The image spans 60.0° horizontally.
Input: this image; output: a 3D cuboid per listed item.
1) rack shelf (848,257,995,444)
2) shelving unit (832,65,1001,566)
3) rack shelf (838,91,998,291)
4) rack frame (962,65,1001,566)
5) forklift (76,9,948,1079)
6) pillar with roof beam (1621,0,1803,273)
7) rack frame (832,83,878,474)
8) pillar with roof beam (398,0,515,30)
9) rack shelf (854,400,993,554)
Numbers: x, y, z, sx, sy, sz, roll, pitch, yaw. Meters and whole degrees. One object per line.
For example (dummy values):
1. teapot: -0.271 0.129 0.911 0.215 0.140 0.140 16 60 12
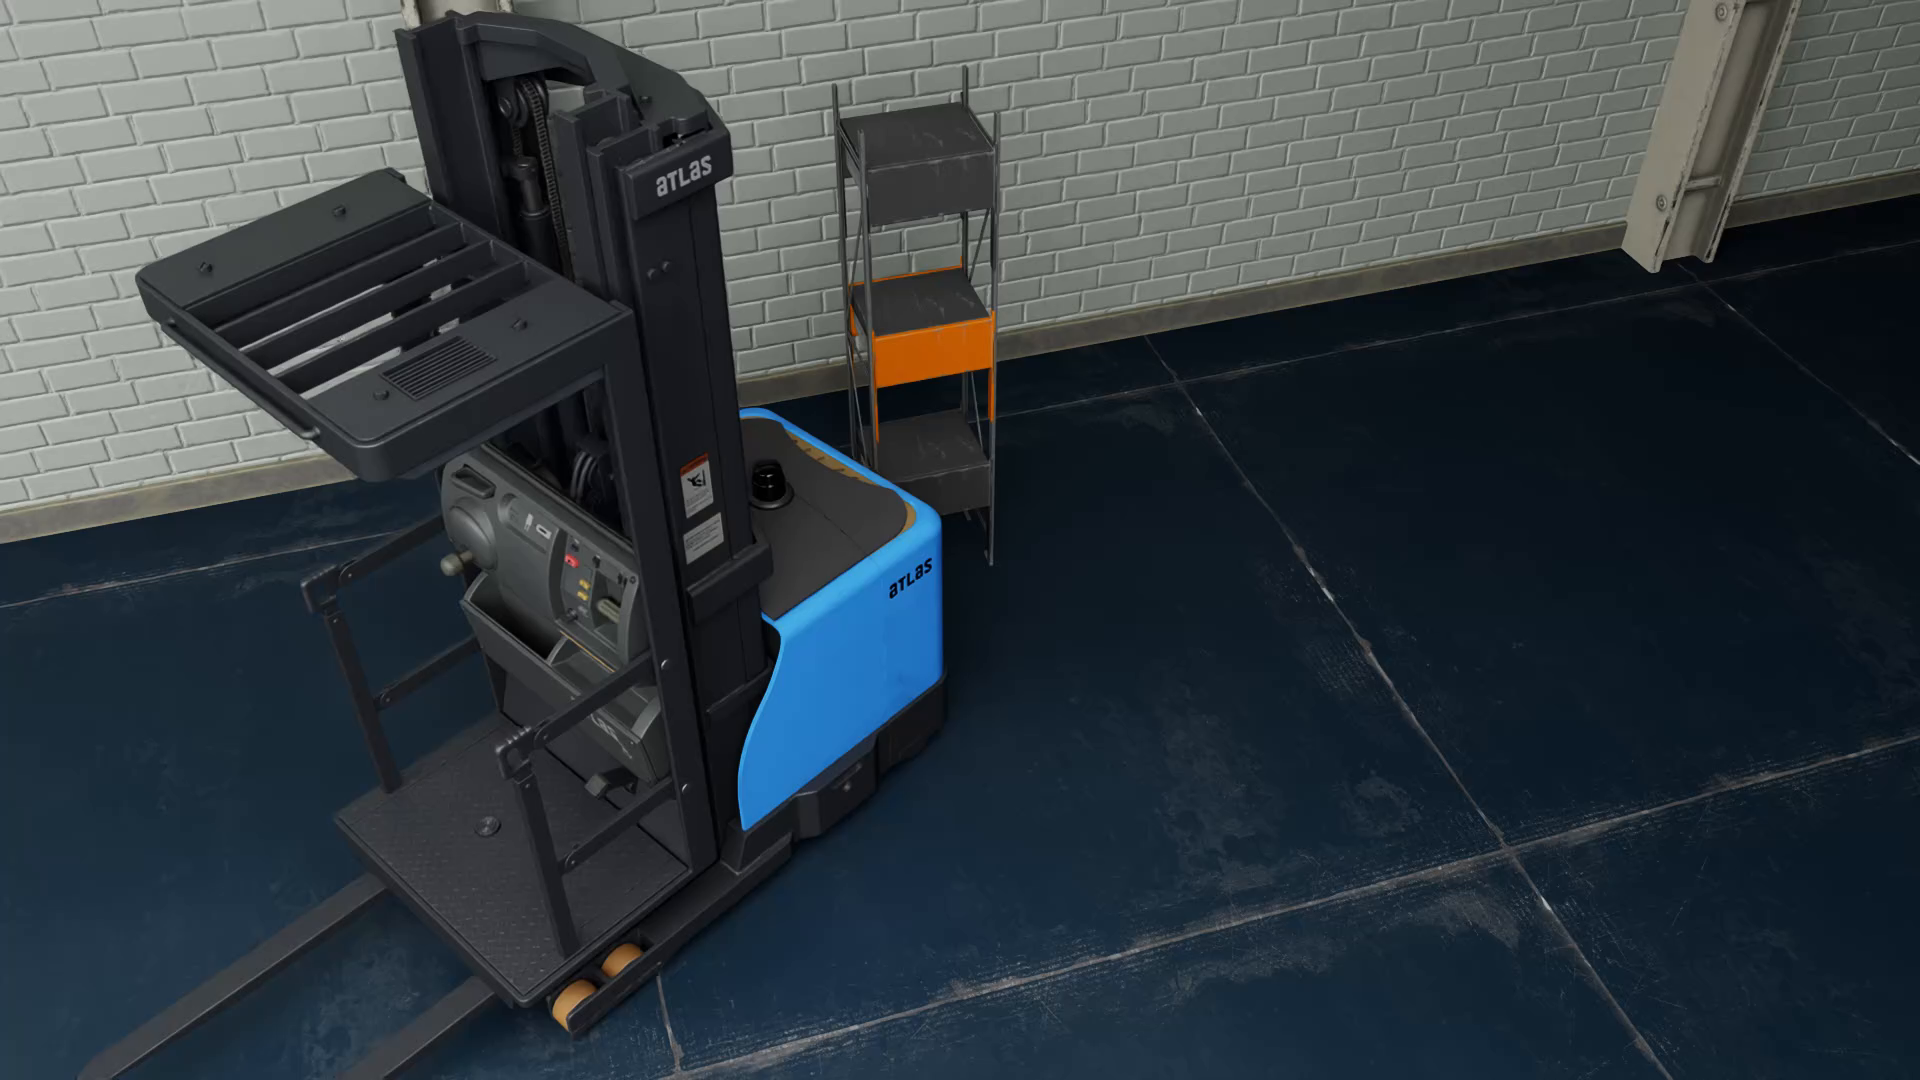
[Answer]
1. rack shelf: -0.158 -0.748 6.531 0.480 0.518 0.431 -12 42 -13
2. shelving unit: -0.158 -0.758 6.522 0.503 2.100 0.431 -12 42 -13
3. rack shelf: -0.158 -1.275 6.070 0.480 0.518 0.431 -12 42 -13
4. rack frame: 0.075 -0.806 6.577 0.015 2.100 0.400 -12 42 -13
5. forklift: -1.413 0.113 4.893 1.130 2.935 3.031 31 50 31
6. pillar with roof beam: 5.126 -2.248 2.983 0.400 9.000 9.100 -12 42 -13
7. rack frame: -0.391 -0.710 6.467 0.015 2.100 0.400 -12 42 -13
8. pillar with roof beam: -0.597 -1.062 1.626 0.400 9.000 9.100 -12 42 -13
9. rack shelf: -0.158 -0.221 6.991 0.480 0.518 0.431 -12 42 -13
